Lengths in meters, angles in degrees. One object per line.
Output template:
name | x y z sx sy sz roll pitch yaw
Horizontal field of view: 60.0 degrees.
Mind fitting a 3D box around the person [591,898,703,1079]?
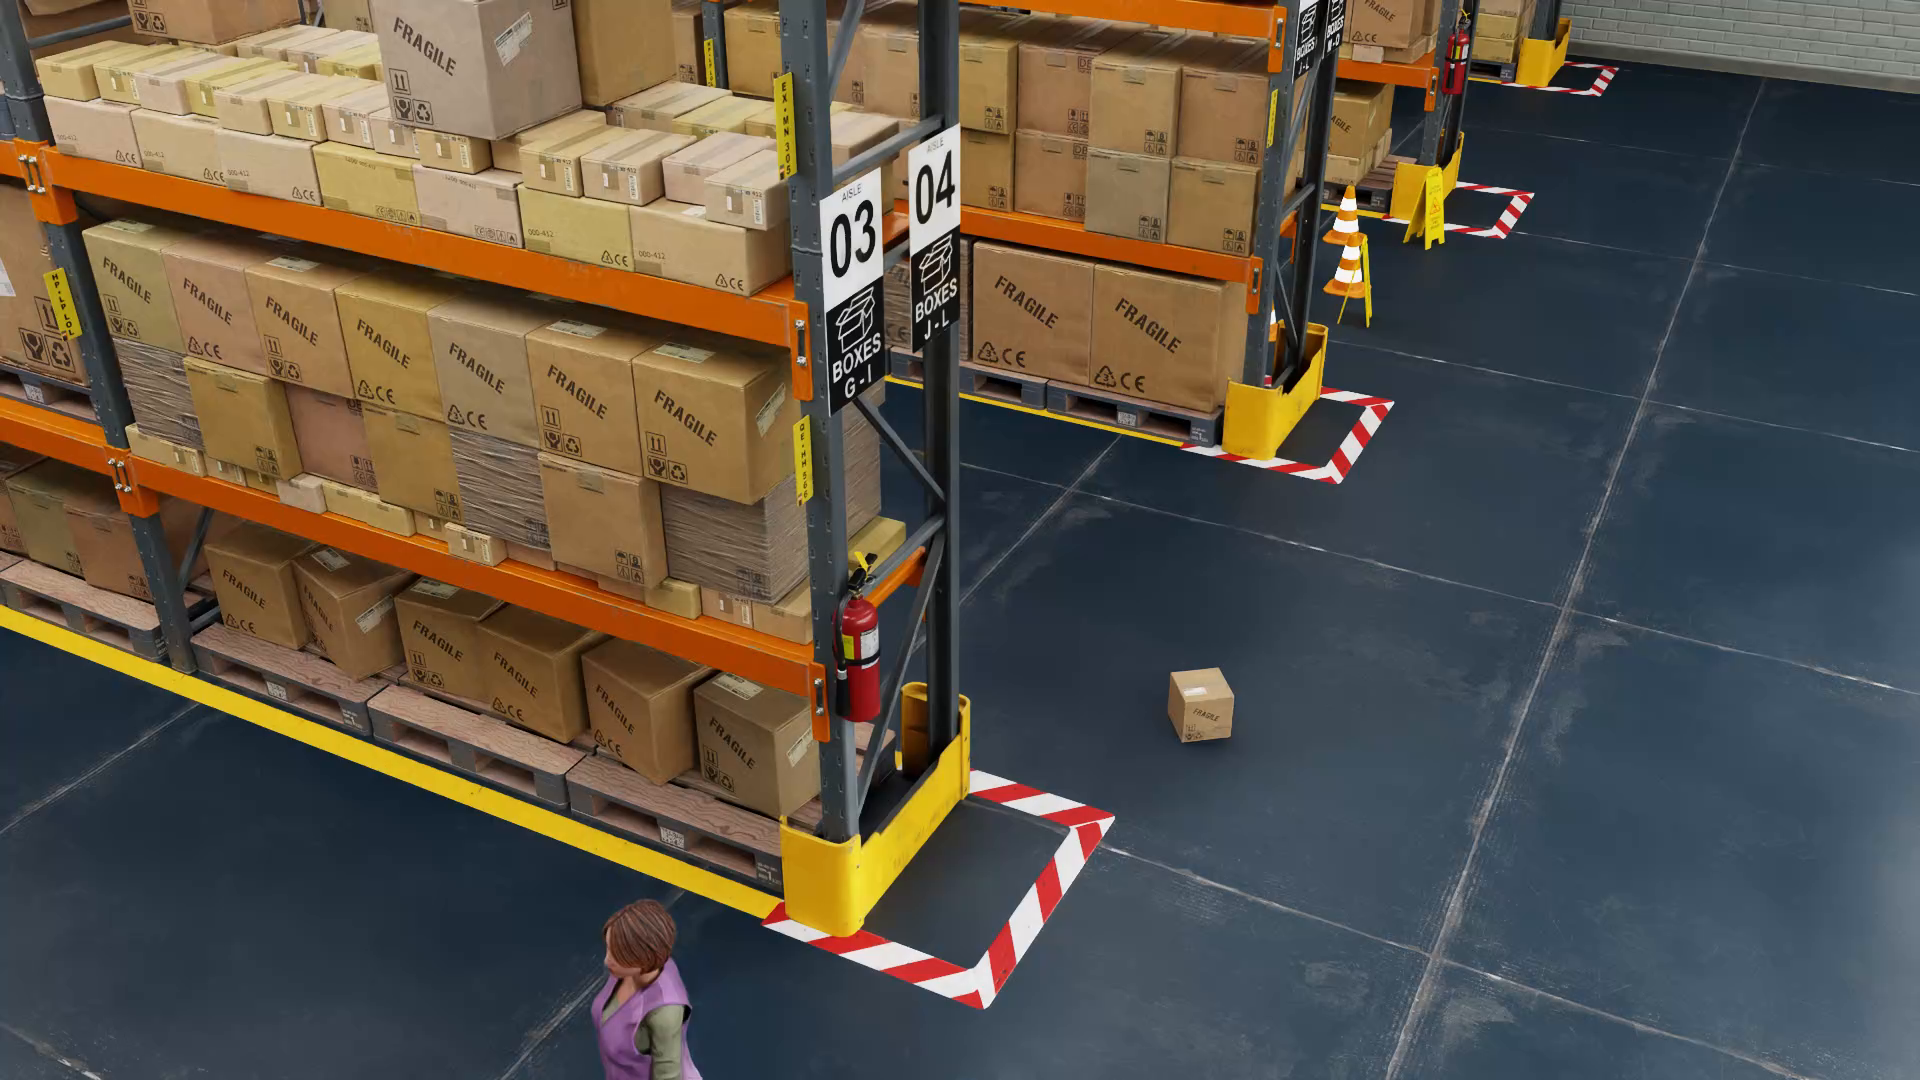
person | -0.997 1.775 5.225 0.406 1.595 0.436 -16 34 -25
